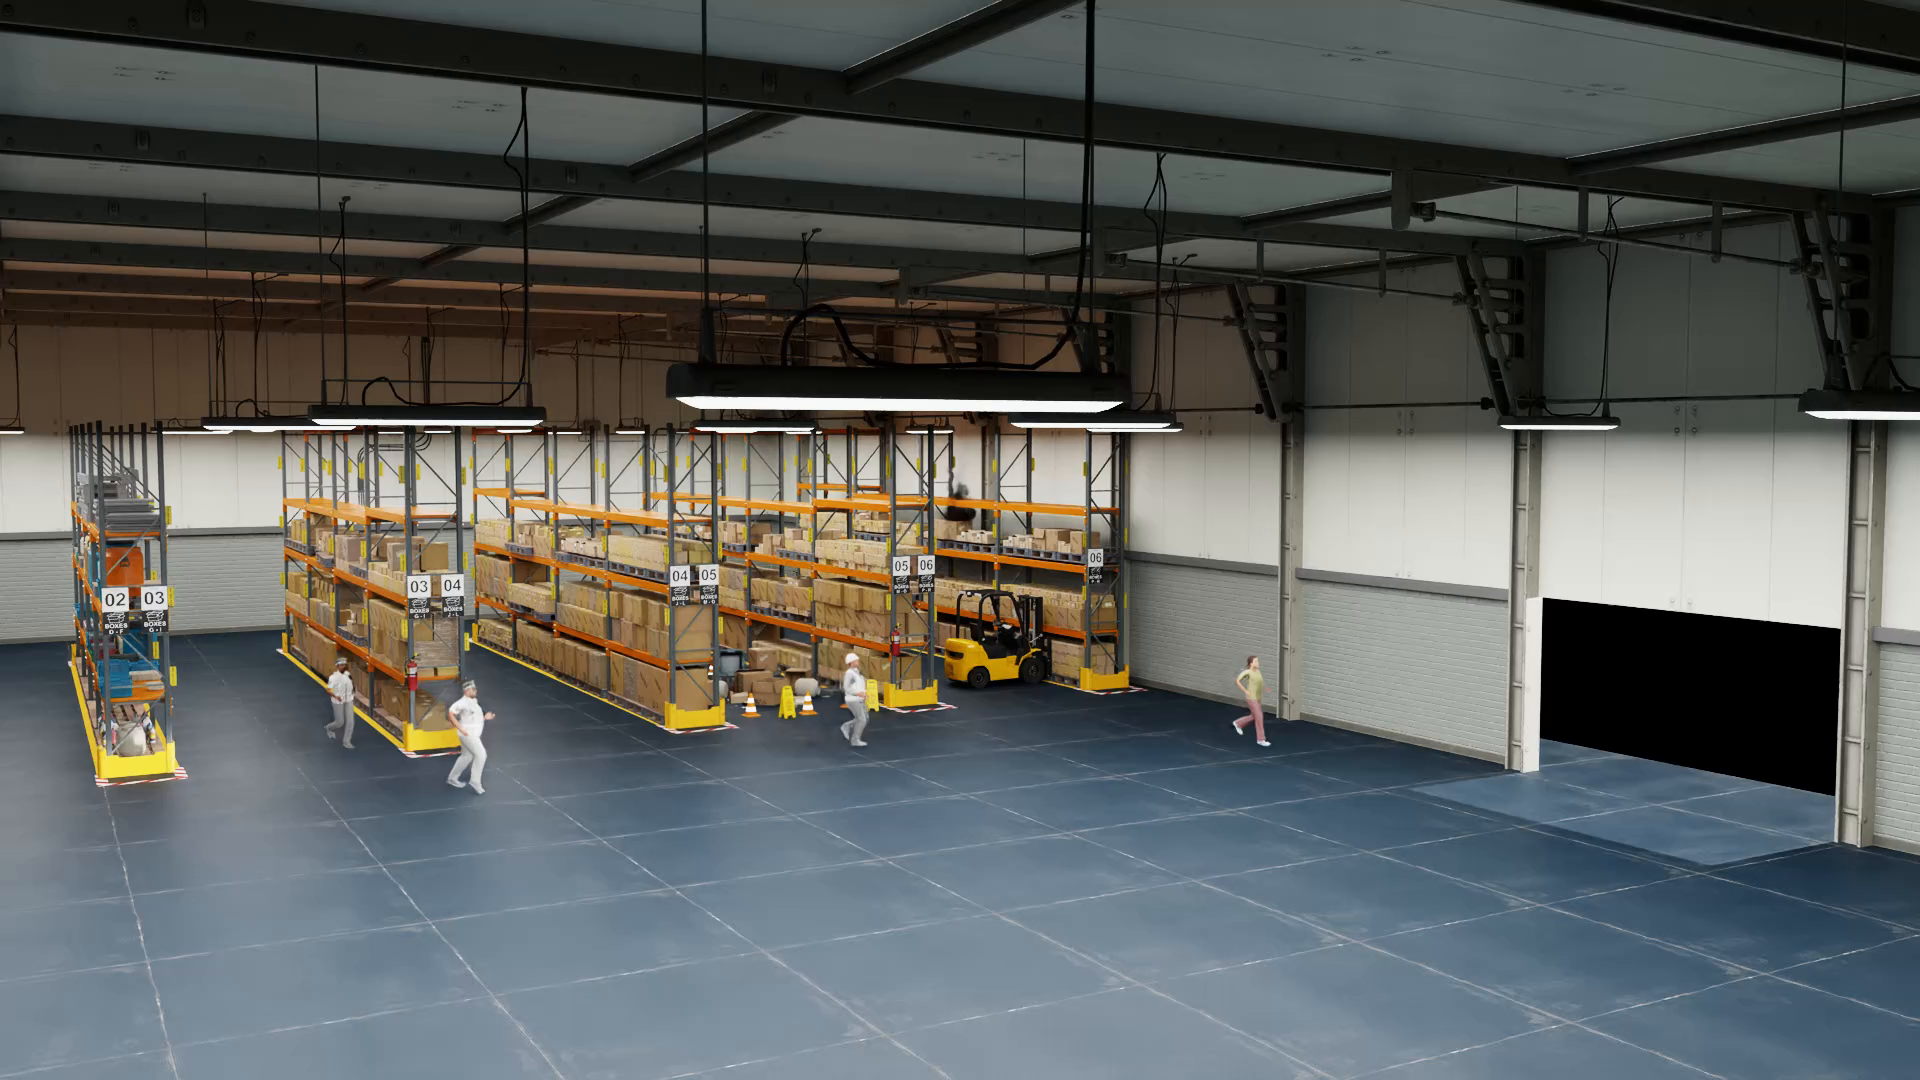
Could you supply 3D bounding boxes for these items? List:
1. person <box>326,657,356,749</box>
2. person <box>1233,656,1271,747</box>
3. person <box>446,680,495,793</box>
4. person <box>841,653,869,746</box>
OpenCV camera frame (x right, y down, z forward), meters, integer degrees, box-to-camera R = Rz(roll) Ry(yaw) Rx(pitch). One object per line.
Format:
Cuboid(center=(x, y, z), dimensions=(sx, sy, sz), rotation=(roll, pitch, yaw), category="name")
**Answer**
Cuboid(center=(-11.432, 2.996, 30.744), dimensions=(0.764, 1.682, 0.579), rotation=(3, 5, 41), category="person")
Cuboid(center=(5.450, 2.985, 31.071), dimensions=(0.879, 1.663, 0.579), rotation=(3, 5, 44), category="person")
Cuboid(center=(-7.930, 3.189, 26.917), dimensions=(0.777, 1.851, 0.638), rotation=(0, 4, -4), category="person")
Cuboid(center=(-1.951, 2.956, 30.798), dimensions=(0.602, 1.722, 0.657), rotation=(1, 4, 14), category="person")
